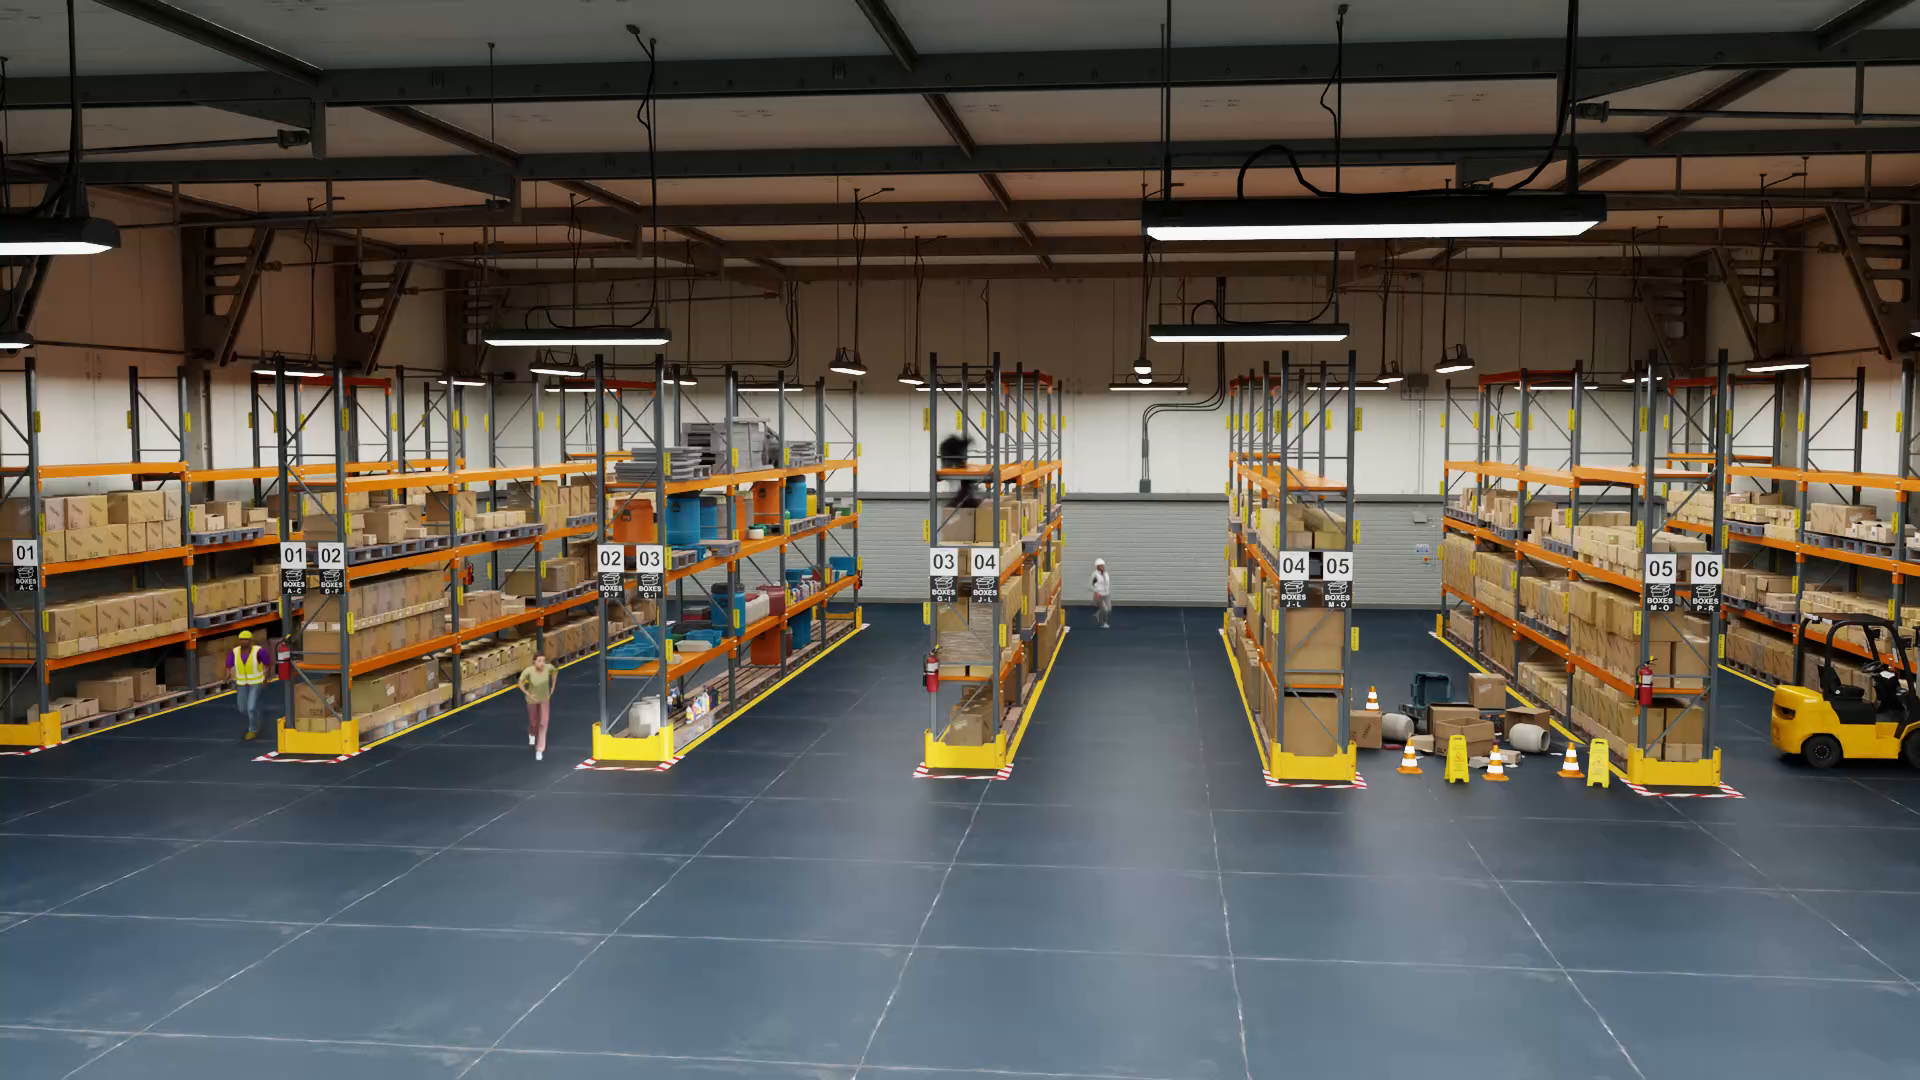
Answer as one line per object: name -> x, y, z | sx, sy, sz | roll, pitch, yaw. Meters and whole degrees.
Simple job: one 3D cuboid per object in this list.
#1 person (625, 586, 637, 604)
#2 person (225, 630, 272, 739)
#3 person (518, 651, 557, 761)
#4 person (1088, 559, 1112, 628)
person -> -8.258, 1.129, 42.591 | 0.888, 1.792, 0.642 | 3, 5, 33
person -> -11.307, 2.289, 26.411 | 0.684, 1.738, 0.806 | 0, 4, -2
person -> -6.373, 2.449, 25.045 | 0.601, 1.626, 0.997 | -2, 4, -26
person -> 3.360, 1.296, 40.350 | 0.669, 1.700, 0.562 | -3, 5, -39
